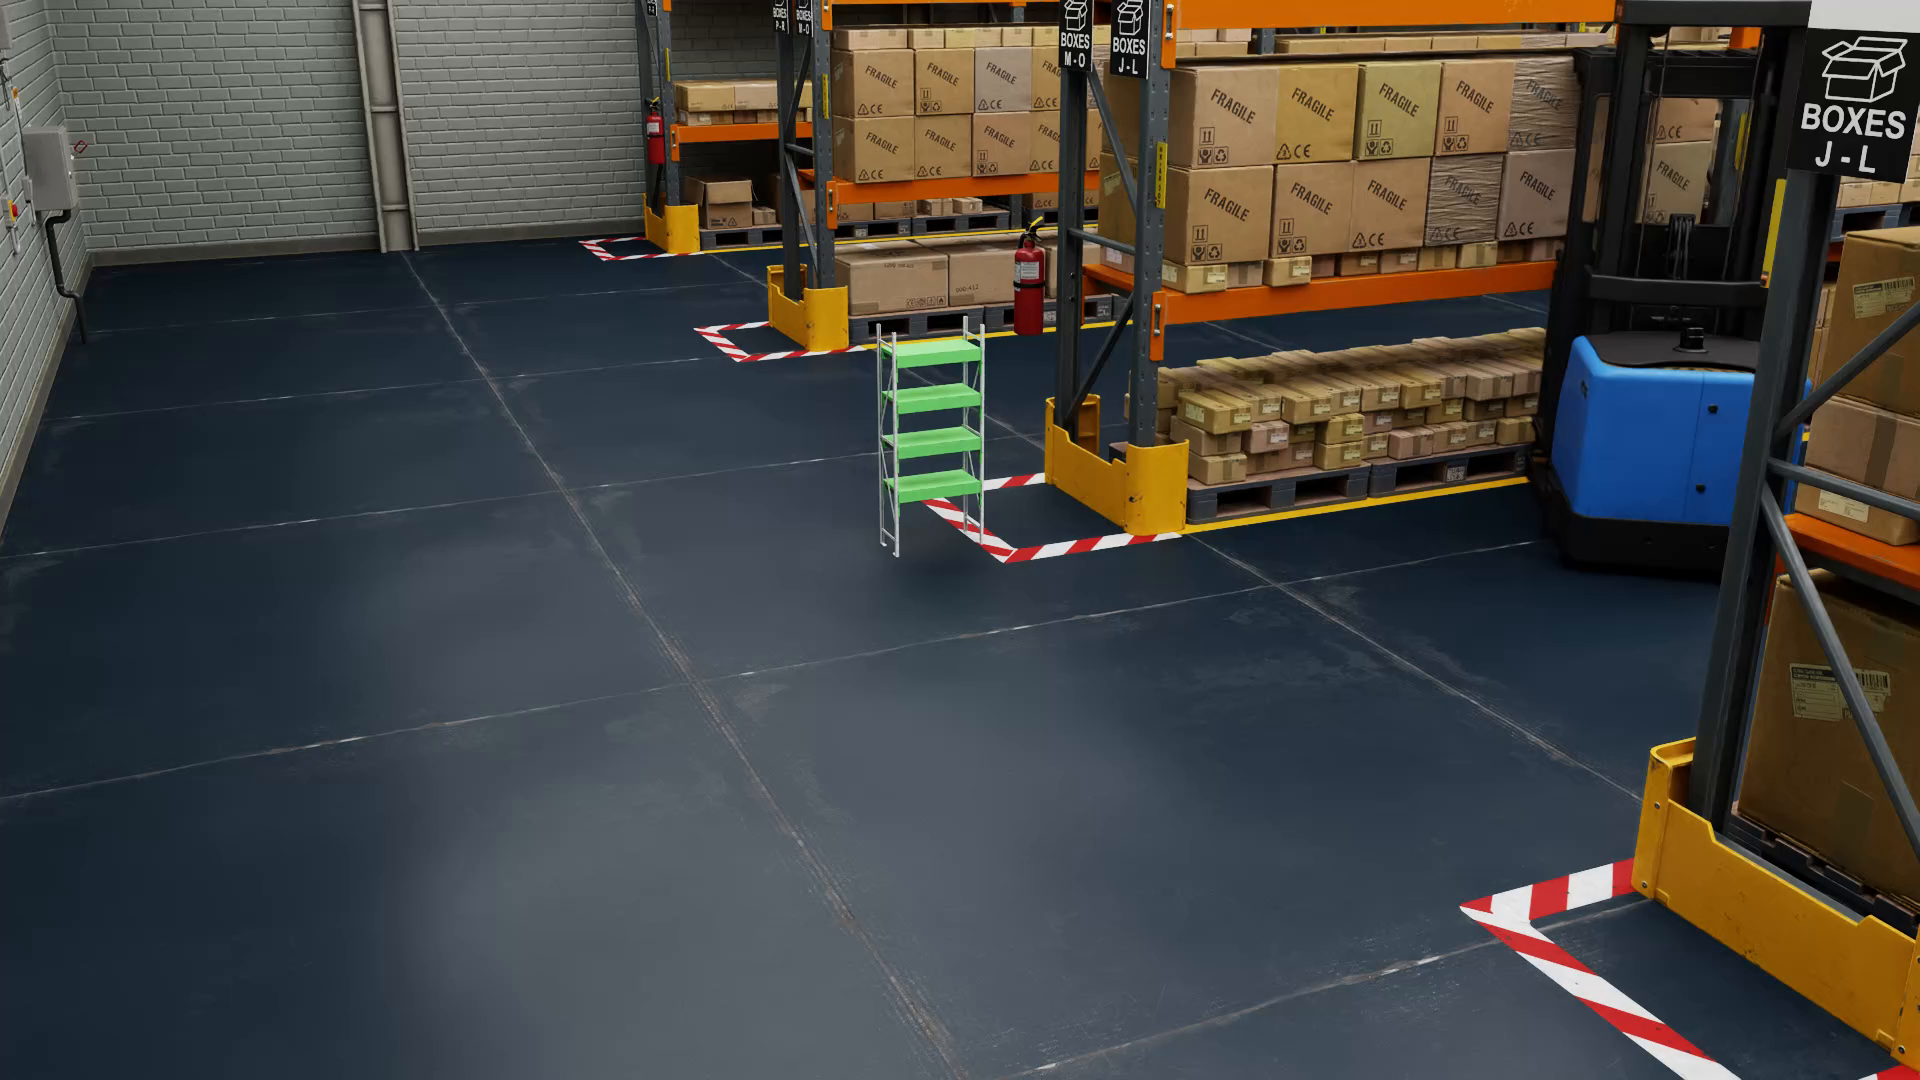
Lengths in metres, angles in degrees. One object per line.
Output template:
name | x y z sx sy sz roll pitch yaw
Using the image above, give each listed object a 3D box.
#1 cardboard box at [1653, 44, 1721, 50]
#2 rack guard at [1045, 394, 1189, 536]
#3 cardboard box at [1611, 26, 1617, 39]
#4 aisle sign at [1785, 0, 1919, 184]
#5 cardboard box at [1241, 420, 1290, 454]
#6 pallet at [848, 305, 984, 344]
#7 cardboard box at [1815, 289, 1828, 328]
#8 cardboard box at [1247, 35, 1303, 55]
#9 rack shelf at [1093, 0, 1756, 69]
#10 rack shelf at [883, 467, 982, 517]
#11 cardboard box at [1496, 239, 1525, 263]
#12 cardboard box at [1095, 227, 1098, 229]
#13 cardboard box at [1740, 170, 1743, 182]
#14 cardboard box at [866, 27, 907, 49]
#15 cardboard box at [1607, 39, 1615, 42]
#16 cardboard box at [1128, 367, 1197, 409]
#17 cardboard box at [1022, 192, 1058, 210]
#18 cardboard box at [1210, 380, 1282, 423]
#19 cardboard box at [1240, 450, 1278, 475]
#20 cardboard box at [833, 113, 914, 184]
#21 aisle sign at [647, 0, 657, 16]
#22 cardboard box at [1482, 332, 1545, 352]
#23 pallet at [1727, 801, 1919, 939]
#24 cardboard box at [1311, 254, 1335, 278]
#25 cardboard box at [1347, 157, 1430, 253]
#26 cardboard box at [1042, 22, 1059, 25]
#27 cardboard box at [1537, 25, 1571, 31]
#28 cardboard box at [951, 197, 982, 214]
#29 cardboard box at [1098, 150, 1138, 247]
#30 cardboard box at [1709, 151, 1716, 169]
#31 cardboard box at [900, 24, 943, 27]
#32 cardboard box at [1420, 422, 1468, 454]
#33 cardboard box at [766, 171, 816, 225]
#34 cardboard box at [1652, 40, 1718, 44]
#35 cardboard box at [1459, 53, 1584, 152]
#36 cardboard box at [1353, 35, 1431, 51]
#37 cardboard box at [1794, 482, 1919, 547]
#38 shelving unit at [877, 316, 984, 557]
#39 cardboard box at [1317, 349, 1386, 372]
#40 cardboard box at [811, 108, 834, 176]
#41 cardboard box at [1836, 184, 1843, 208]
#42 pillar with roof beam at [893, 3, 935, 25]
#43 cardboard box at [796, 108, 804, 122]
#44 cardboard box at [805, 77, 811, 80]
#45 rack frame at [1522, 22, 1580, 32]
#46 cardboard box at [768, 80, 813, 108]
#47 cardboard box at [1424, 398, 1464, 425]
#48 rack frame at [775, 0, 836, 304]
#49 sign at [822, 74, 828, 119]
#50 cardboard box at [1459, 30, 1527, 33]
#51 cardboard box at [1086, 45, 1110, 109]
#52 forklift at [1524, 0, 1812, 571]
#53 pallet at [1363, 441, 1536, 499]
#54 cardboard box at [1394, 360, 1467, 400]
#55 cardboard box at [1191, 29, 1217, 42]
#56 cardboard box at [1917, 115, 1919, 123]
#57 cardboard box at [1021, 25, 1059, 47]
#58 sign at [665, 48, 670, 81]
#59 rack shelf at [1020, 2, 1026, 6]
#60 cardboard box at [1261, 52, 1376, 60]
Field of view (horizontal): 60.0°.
cardboard box | 7.082 -4.612 16.373 0.500 0.500 0.500 -7 21 -19
rack guard | 0.879 -0.449 9.545 0.348 0.500 1.175 -8 21 -22
cardboard box | 8.650 -6.749 22.099 0.250 0.149 0.380 -9 21 -23
aisle sign | 2.496 -1.401 4.569 0.004 0.787 0.394 -8 21 -22
cardboard box | 1.666 -0.621 9.483 0.250 0.149 0.380 -8 21 -22
pallet | -0.541 -1.928 14.181 1.213 0.211 1.003 -8 21 -22
cardboard box | 5.265 -1.534 10.864 0.500 0.250 0.500 -9 21 -24
cardboard box | 2.739 -4.295 15.047 0.500 0.500 0.500 -7 21 -20
rack shelf | 2.646 -2.957 9.470 4.000 0.370 1.077 -8 21 -22
rack shelf | -0.152 -0.258 8.862 0.480 0.148 0.258 -8 21 -22
cardboard box | 3.111 -1.745 9.838 0.250 0.149 0.380 -8 21 -23
cardboard box | 1.810 -2.580 15.060 0.875 0.438 0.875 -8 21 -23
cardboard box | 5.026 -2.276 10.268 0.250 0.149 0.380 -8 21 -21
cardboard box | -0.596 -3.958 13.113 0.250 0.149 0.380 -8 21 -21
cardboard box | 8.439 -6.556 21.997 0.250 0.149 0.380 -8 21 -21
cardboard box | 1.195 -0.899 9.824 0.250 0.149 0.380 -8 21 -21
cardboard box | 0.992 -4.168 19.474 0.500 0.500 0.500 -7 21 -20
cardboard box | 1.630 -0.791 9.515 0.250 0.149 0.380 -8 21 -21
cardboard box | 1.625 -0.502 9.593 0.250 0.149 0.380 -8 21 -22
cardboard box | -0.690 -3.137 13.265 0.500 0.500 0.500 -8 21 -22
aisle sign | -3.160 -5.755 16.937 0.004 0.787 0.394 -8 21 -22
cardboard box | 3.595 -1.230 10.763 0.250 0.149 0.380 -8 21 -23
pallet | 3.384 1.094 5.598 1.213 0.211 1.003 -8 21 -22
cardboard box | 1.906 -1.584 9.381 0.250 0.149 0.380 -7 21 -19
cardboard box | 2.267 -1.919 9.358 0.500 0.500 0.500 -8 21 -21
cardboard box | 0.883 -4.320 14.141 0.250 0.149 0.380 -8 21 -22
cardboard box | 7.978 -6.834 22.339 0.250 0.149 0.380 -8 21 -22
cardboard box | 0.064 -3.844 19.084 0.250 0.149 0.380 -9 21 -24
cardboard box | 1.120 -1.943 9.426 0.500 0.500 0.500 -8 21 -21
cardboard box | 4.769 -2.477 10.838 0.250 0.149 0.380 -7 21 -20
cardboard box | -0.319 -4.168 13.712 0.250 0.149 0.380 -8 21 -21
cardboard box | 2.832 -0.651 10.013 0.250 0.149 0.380 -8 21 -22
cardboard box | -1.814 -3.799 18.426 0.500 0.500 0.700 -7 21 -20
cardboard box | 7.342 -4.835 17.007 0.500 0.500 0.500 -10 22 -26
cardboard box | 3.209 -2.527 9.577 0.500 0.500 0.500 -8 21 -21
cardboard box | 3.864 -4.270 14.978 0.500 0.500 0.500 -9 21 -23
cardboard box | 2.878 -0.121 5.228 0.250 0.149 0.380 -8 21 -21
shelving unit | -0.152 -0.544 8.761 0.503 1.200 0.258 -8 21 -22
cardboard box | 2.409 -1.055 10.268 0.250 0.149 0.380 -9 21 -24
cardboard box | -0.906 -3.306 13.744 0.500 0.500 0.500 -8 21 -22
cardboard box | 5.278 -2.174 10.426 0.250 0.149 0.380 -8 21 -21
pillar with roof beam | 1.168 -6.854 14.939 0.400 9.000 9.100 -8 21 -22
cardboard box | -1.863 -4.613 17.984 0.250 0.149 0.380 -8 21 -21
cardboard box | -1.486 -5.039 18.594 0.500 0.250 0.500 -8 21 -22
rack frame | 7.805 -6.206 22.132 0.127 3.000 1.000 -8 21 -22
cardboard box | -1.764 -4.809 17.941 0.500 0.250 0.500 -9 21 -23
cardboard box | 2.825 -0.826 10.064 0.250 0.149 0.380 -7 21 -19
rack frame | -1.244 -3.115 13.351 0.127 3.000 1.000 -8 21 -22
sign | -1.030 -3.390 12.711 0.005 0.325 0.100 -8 21 -22
cardboard box | 5.100 -4.627 15.991 0.500 0.500 0.500 -8 21 -22
cardboard box | 1.172 -3.879 13.867 0.500 0.500 0.500 -8 21 -21
forklift | 3.932 -1.663 9.333 1.130 2.935 3.031 4 20 11
pallet | 2.757 -0.568 10.318 1.213 0.211 1.003 -8 21 -22
cardboard box | 2.818 -0.959 9.994 0.250 0.149 0.380 -8 21 -22
cardboard box | 1.987 -4.326 14.160 0.250 0.149 0.380 -8 21 -21
cardboard box | 6.448 -2.856 11.466 0.250 0.149 0.380 -7 21 -20
cardboard box | 0.632 -4.093 13.496 0.250 0.149 0.380 -9 21 -23
sign | -2.999 -4.871 17.035 0.005 0.325 0.100 -8 21 -22
rack shelf | 2.295 -6.493 19.512 4.000 0.370 1.077 -8 21 -22
cardboard box | 2.070 -2.551 9.647 0.500 0.500 0.500 -7 21 -19
